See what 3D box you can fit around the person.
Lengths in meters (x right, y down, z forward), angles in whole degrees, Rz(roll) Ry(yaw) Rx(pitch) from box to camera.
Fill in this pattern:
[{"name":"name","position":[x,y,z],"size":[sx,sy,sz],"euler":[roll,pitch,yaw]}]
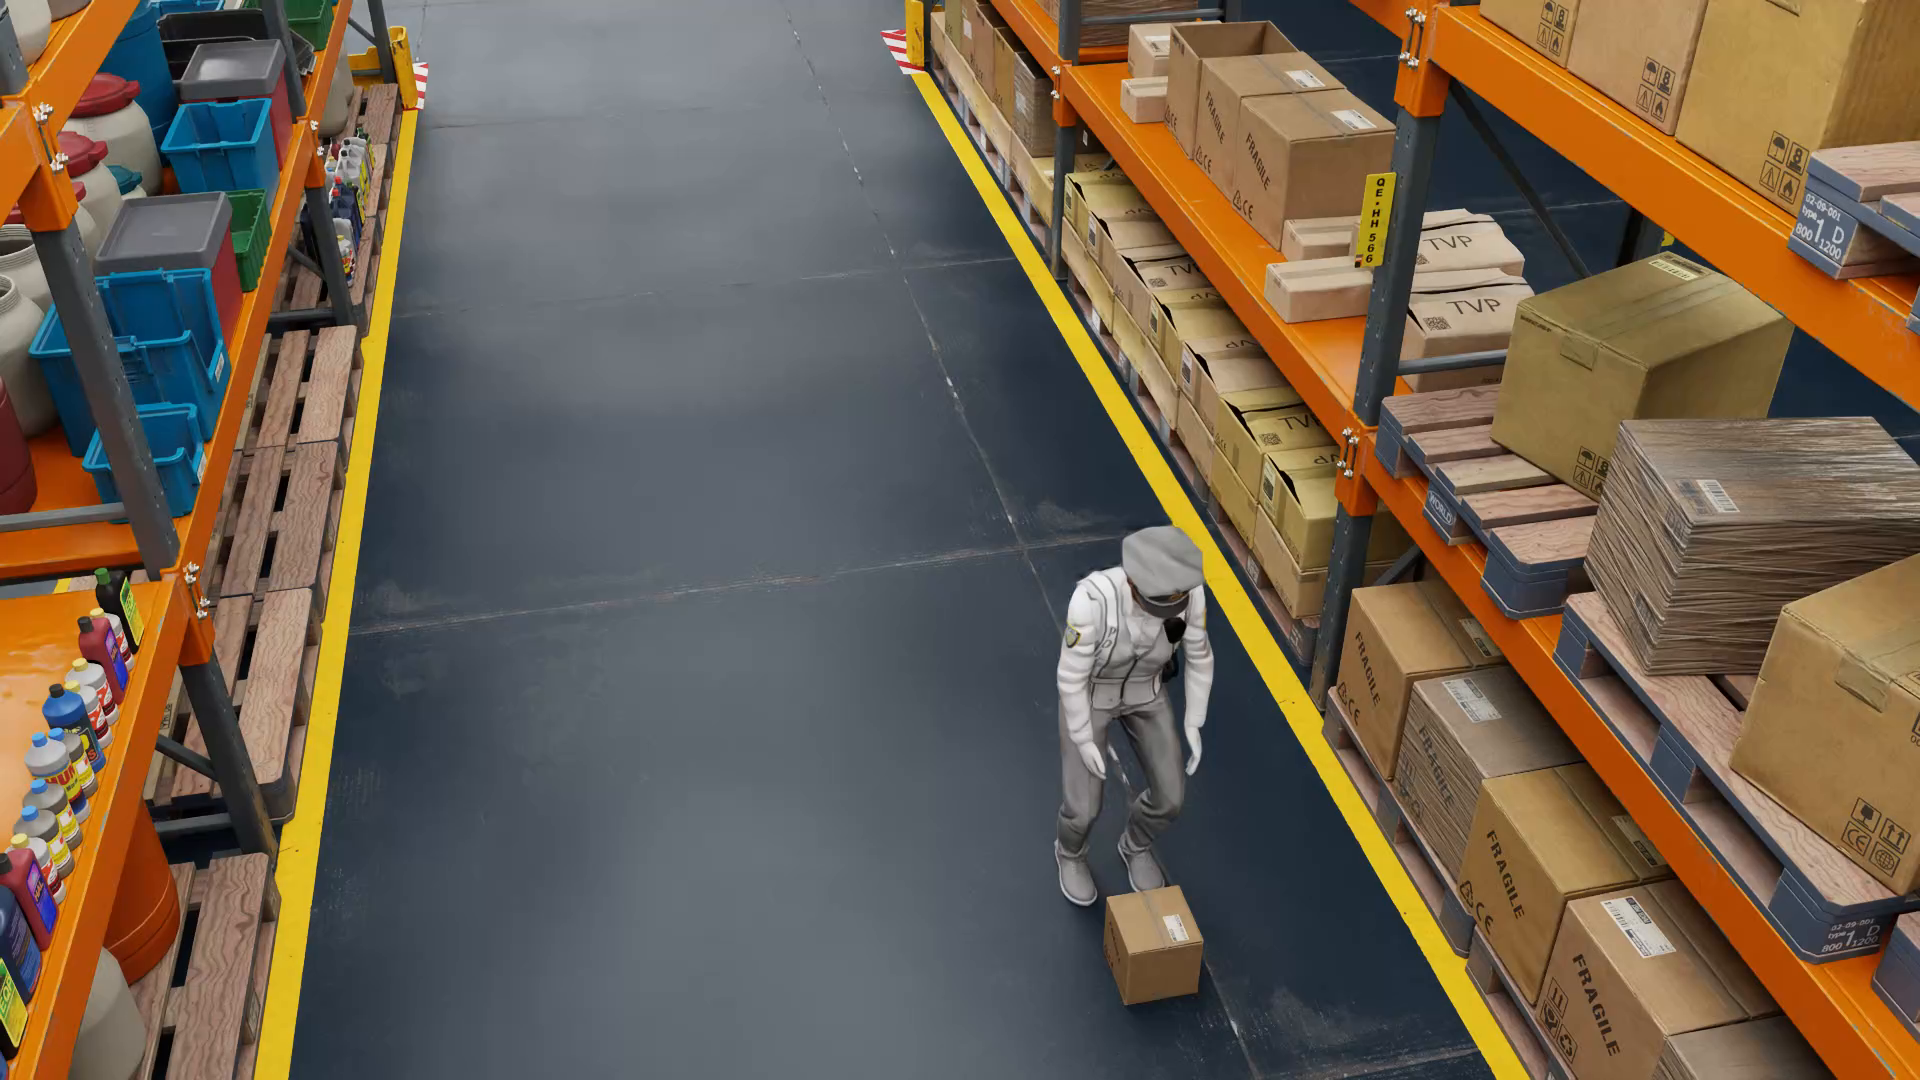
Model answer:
[{"name":"person","position":[0.566,0.596,5.451],"size":[0.531,1.479,0.634],"euler":[-7,35,-10]}]
